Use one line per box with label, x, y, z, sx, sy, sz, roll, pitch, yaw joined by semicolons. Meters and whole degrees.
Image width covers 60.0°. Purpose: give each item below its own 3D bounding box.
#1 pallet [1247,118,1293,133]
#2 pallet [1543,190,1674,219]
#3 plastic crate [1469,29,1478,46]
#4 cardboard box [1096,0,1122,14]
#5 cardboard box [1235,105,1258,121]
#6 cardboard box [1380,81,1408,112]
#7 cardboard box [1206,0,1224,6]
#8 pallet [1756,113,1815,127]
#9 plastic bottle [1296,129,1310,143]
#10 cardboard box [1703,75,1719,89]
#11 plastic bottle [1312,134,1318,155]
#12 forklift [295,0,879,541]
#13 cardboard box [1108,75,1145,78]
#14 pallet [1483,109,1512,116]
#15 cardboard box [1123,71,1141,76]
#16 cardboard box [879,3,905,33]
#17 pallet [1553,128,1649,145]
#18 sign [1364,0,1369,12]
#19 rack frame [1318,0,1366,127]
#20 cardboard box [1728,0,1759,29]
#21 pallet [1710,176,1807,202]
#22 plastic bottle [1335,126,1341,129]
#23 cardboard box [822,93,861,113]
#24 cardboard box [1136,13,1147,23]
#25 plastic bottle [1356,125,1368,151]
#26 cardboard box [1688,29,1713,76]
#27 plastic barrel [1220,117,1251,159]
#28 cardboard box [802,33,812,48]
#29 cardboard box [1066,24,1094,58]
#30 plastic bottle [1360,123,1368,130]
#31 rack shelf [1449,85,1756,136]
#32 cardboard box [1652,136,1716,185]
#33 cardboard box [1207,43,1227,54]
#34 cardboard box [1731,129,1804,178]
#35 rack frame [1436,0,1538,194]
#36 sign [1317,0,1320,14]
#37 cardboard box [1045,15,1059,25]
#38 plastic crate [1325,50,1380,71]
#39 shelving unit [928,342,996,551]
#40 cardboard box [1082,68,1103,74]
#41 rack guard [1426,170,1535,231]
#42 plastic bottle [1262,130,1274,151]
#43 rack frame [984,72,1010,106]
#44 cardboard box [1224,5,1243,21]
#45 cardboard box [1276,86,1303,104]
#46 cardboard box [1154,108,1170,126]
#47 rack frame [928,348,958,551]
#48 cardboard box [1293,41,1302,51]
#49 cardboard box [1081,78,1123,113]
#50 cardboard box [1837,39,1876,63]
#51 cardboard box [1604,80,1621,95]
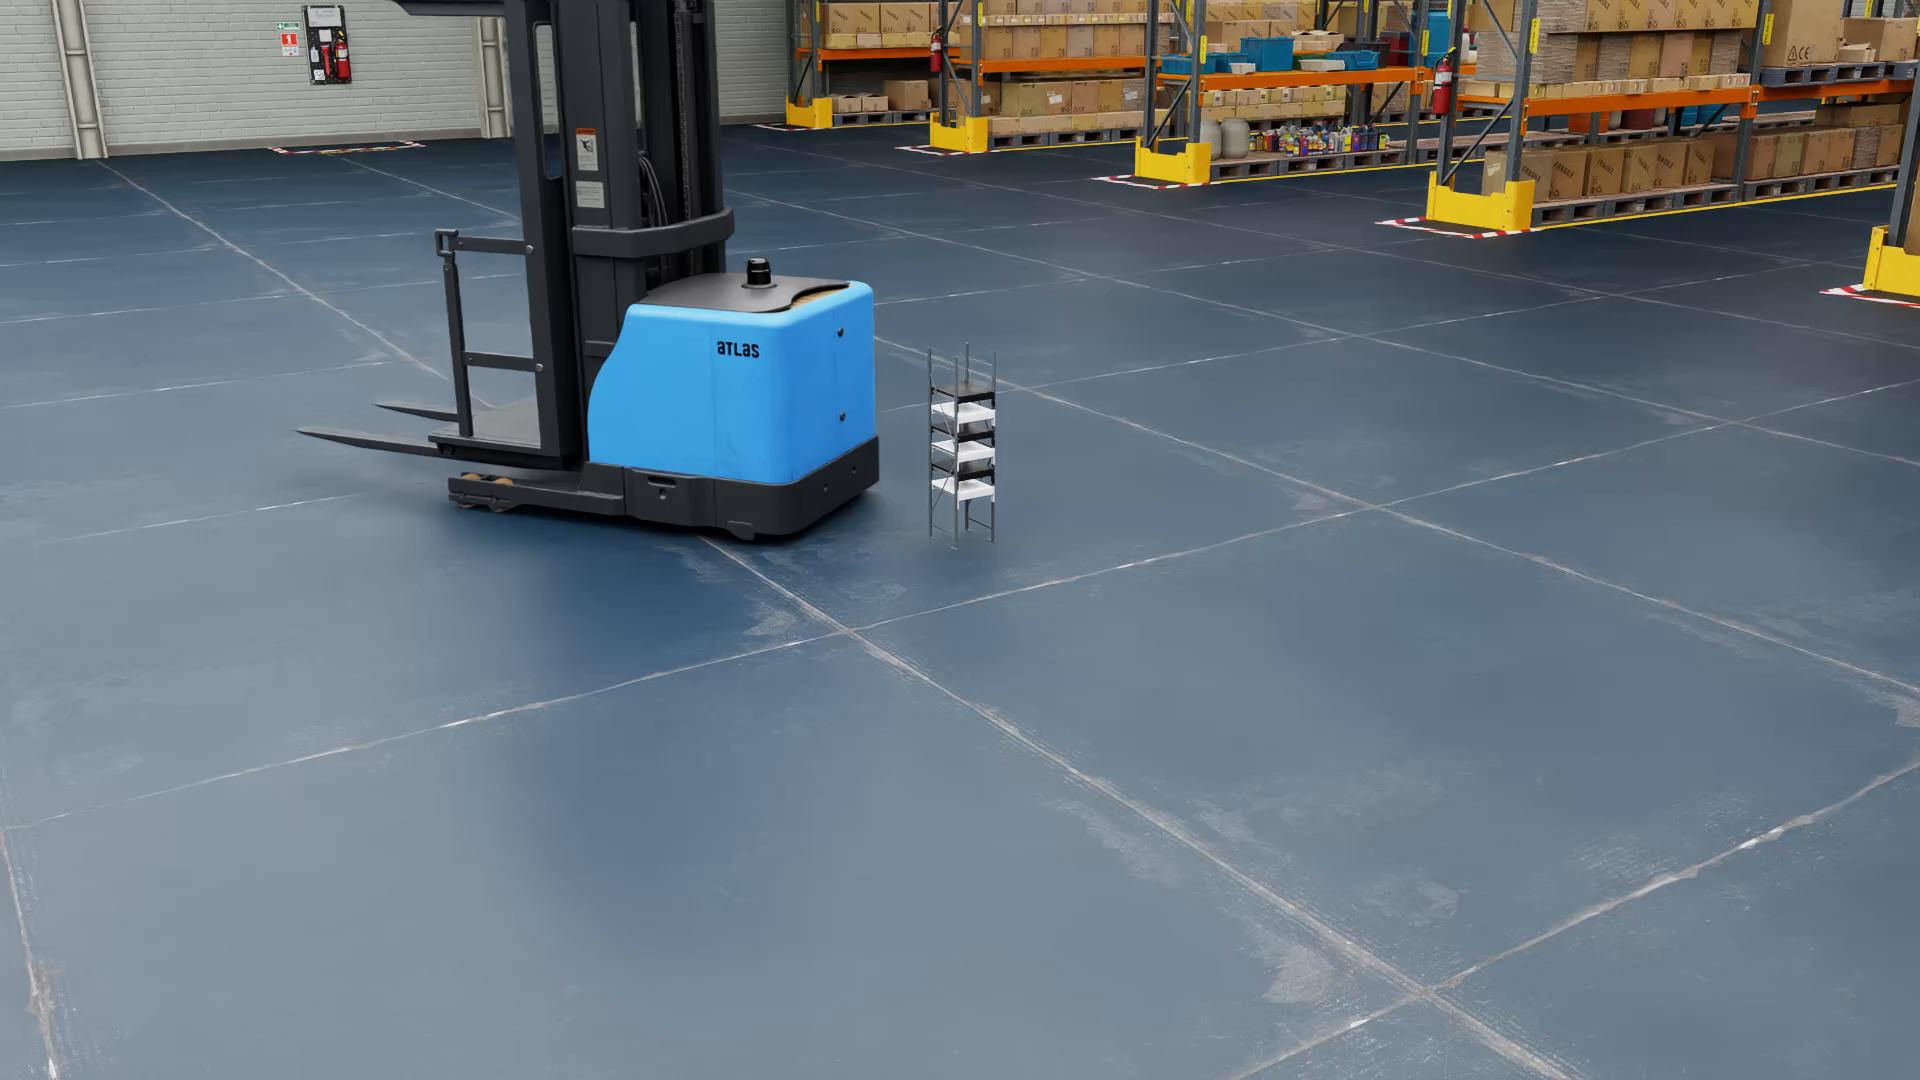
pallet;4.950;-7.166;28.612;1.213;0.211;1.003;-12;22;-31
pallet;7.220;-3.815;18.701;1.213;0.211;1.003;-12;22;-31
plastic crate;7.880;-7.337;24.665;0.583;0.464;0.402;-12;22;-31
cardboard box;2.129;-8.536;26.127;0.500;0.500;0.700;-12;22;-31
cardboard box;4.668;-7.214;28.036;0.500;0.250;0.500;-13;22;-33
cardboard box;7.649;-7.957;29.814;0.500;0.500;0.500;-13;23;-33
cardboard box;4.919;-10.819;33.239;0.500;0.250;0.500;-12;22;-32
pallet;14.352;-7.249;28.859;1.213;0.211;1.003;-12;22;-31
plastic bottle;4.745;-5.549;23.040;0.135;0.276;0.152;-12;22;-31
cardboard box;8.308;-5.175;18.762;0.250;0.149;0.380;-12;22;-31
plastic bottle;4.772;-5.331;22.402;0.097;0.271;0.097;0;19;0
forklift;-1.977;-1.670;8.109;3.031;2.935;1.130;7;20;21
cardboard box;2.777;-7.384;27.371;0.500;0.500;0.500;-12;22;-31
pallet;10.592;-8.340;32.083;1.213;0.211;1.003;-12;22;-31
cardboard box;3.377;-9.043;33.027;0.500;0.500;0.700;-12;22;-31
cardboard box;-1.314;-9.222;29.370;0.500;0.500;0.500;-13;22;-33
pallet;10.034;-6.339;26.165;1.213;0.211;1.003;-12;22;-31
sign;6.985;-9.236;28.573;0.005;0.325;0.100;-12;22;-31
rack frame;6.677;-8.835;29.196;0.127;3.000;1.000;-12;22;-31
cardboard box;8.557;-5.990;18.596;0.500;0.500;0.500;-12;22;-31
pallet;9.431;-4.297;20.125;1.213;0.211;1.003;-12;22;-31
plastic bottle;5.295;-5.720;23.547;0.135;0.276;0.152;-11;22;-29
cardboard box;-2.104;-7.783;29.594;0.500;0.311;0.500;-15;24;-37
cardboard box;2.802;-8.290;26.415;0.250;0.149;0.380;-13;22;-33
plastic bottle;5.518;-5.534;22.881;0.185;0.351;0.144;-13;23;-34
cardboard box;7.935;-5.527;18.790;0.500;0.500;0.875;-12;22;-31
plastic barrel;3.643;-5.346;22.102;0.421;0.512;0.421;0;19;0
cardboard box;-2.448;-8.823;29.363;0.500;0.250;0.500;-12;22;-31
cardboard box;1.684;-7.826;26.053;0.500;0.500;0.700;-11;22;-30
plastic bottle;5.599;-5.607;23.095;0.185;0.351;0.144;-12;22;-31
rack shelf;7.111;-4.787;18.345;4.000;0.370;1.077;-12;22;-31
cardboard box;8.426;-4.435;19.428;0.500;0.500;0.500;-13;22;-33
cardboard box;4.189;-8.113;27.452;0.250;0.149;0.380;-12;22;-31
cardboard box;9.715;-4.686;20.138;0.500;0.500;0.700;-12;22;-32
rack frame;5.441;-4.776;17.188;0.127;3.000;1.000;-12;22;-31
sign;6.371;-9.490;29.447;0.005;0.325;0.100;-12;22;-31
cardboard box;1.303;-7.975;25.481;0.250;0.149;0.380;-13;23;-33
plastic crate;5.283;-6.467;22.423;0.616;0.251;0.499;-12;22;-31
shelving unit;0.007;-0.428;7.605;0.210;0.900;0.258;-12;22;-31
cardboard box;2.440;-9.223;32.387;0.500;0.250;0.500;-12;22;-32
rack guard;5.504;-3.605;17.628;0.348;0.500;1.175;-12;22;-31
plastic bottle;4.235;-5.497;22.886;0.135;0.276;0.152;-12;22;-31
rack frame;0.609;-9.455;31.029;0.127;3.000;1.000;-12;22;-31
cardboard box;5.354;-10.551;33.620;0.500;0.500;0.500;-12;22;-32
cardboard box;5.522;-7.658;28.475;0.500;0.311;0.500;-12;22;-32
cardboard box;3.069;-6.887;27.070;0.500;0.250;0.500;-12;22;-31
rack frame;-0.078;-0.410;7.552;0.006;0.900;0.240;-12;22;-31
cardboard box;5.643;-8.477;28.527;0.250;0.149;0.380;-10;21;-27
cardboard box;2.230;-7.068;26.435;0.500;0.500;0.500;-12;22;-31
cardboard box;10.878;-5.954;20.228;0.258;0.266;0.396;-13;22;-33
cardboard box;6.850;-4.865;17.845;0.250;0.149;0.380;-12;22;-31
